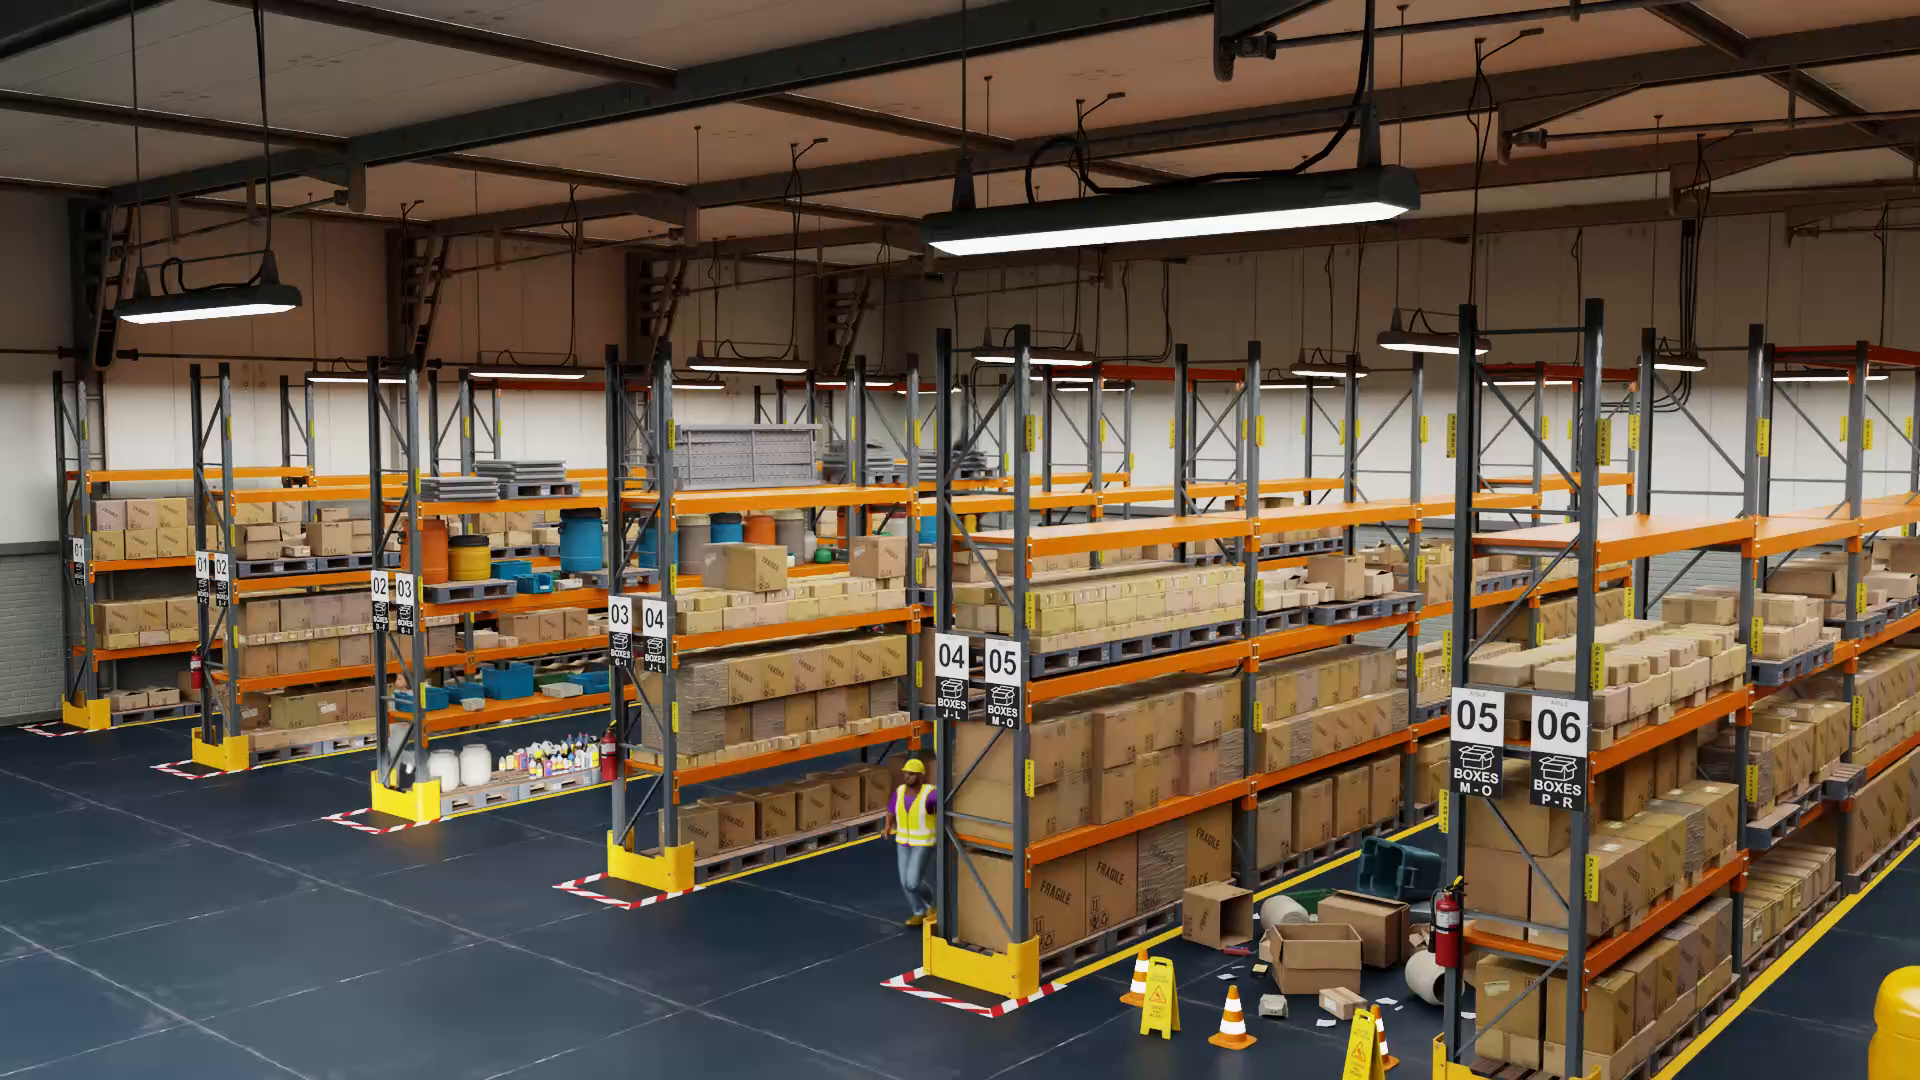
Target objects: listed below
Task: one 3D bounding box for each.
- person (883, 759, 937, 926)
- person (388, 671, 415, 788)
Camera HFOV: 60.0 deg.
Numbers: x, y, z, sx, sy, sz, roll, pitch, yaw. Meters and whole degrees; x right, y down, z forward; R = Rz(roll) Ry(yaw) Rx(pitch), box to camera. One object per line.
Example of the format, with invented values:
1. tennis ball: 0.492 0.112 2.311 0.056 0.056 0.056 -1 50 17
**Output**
1. person: -0.464 3.075 16.813 0.740 1.721 0.591 2 5 31
2. person: -7.854 2.665 23.396 0.564 1.607 0.768 2 4 22
